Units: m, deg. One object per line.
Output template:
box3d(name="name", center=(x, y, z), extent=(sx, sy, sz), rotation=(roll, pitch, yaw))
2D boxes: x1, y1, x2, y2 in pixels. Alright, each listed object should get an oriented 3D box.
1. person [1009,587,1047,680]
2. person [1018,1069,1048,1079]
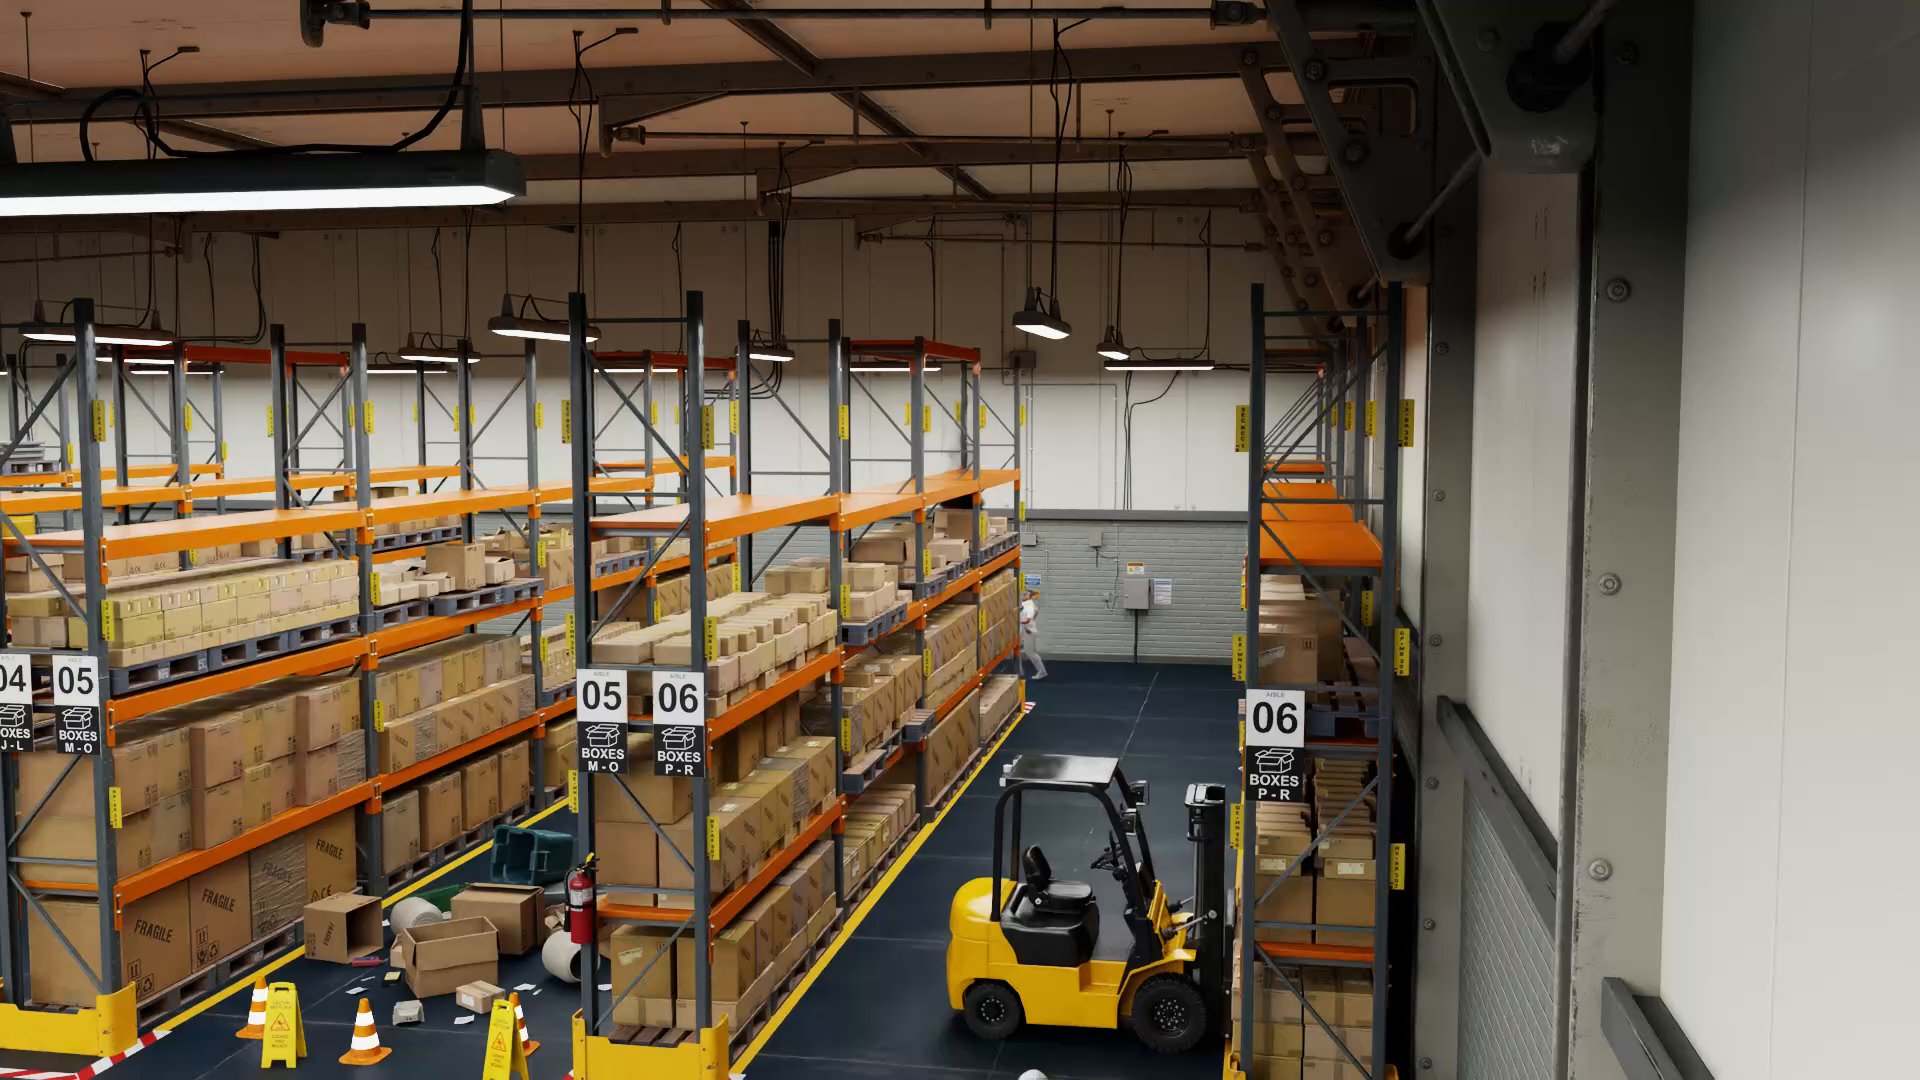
box3d(name="person", center=(1.243, 1.785, 31.161), extent=(0.778, 1.853, 0.633), rotation=(-1, 5, -12))
box3d(name="person", center=(0.399, 3.608, 9.116), extent=(0.704, 1.732, 1.056), rotation=(0, 5, -2))
